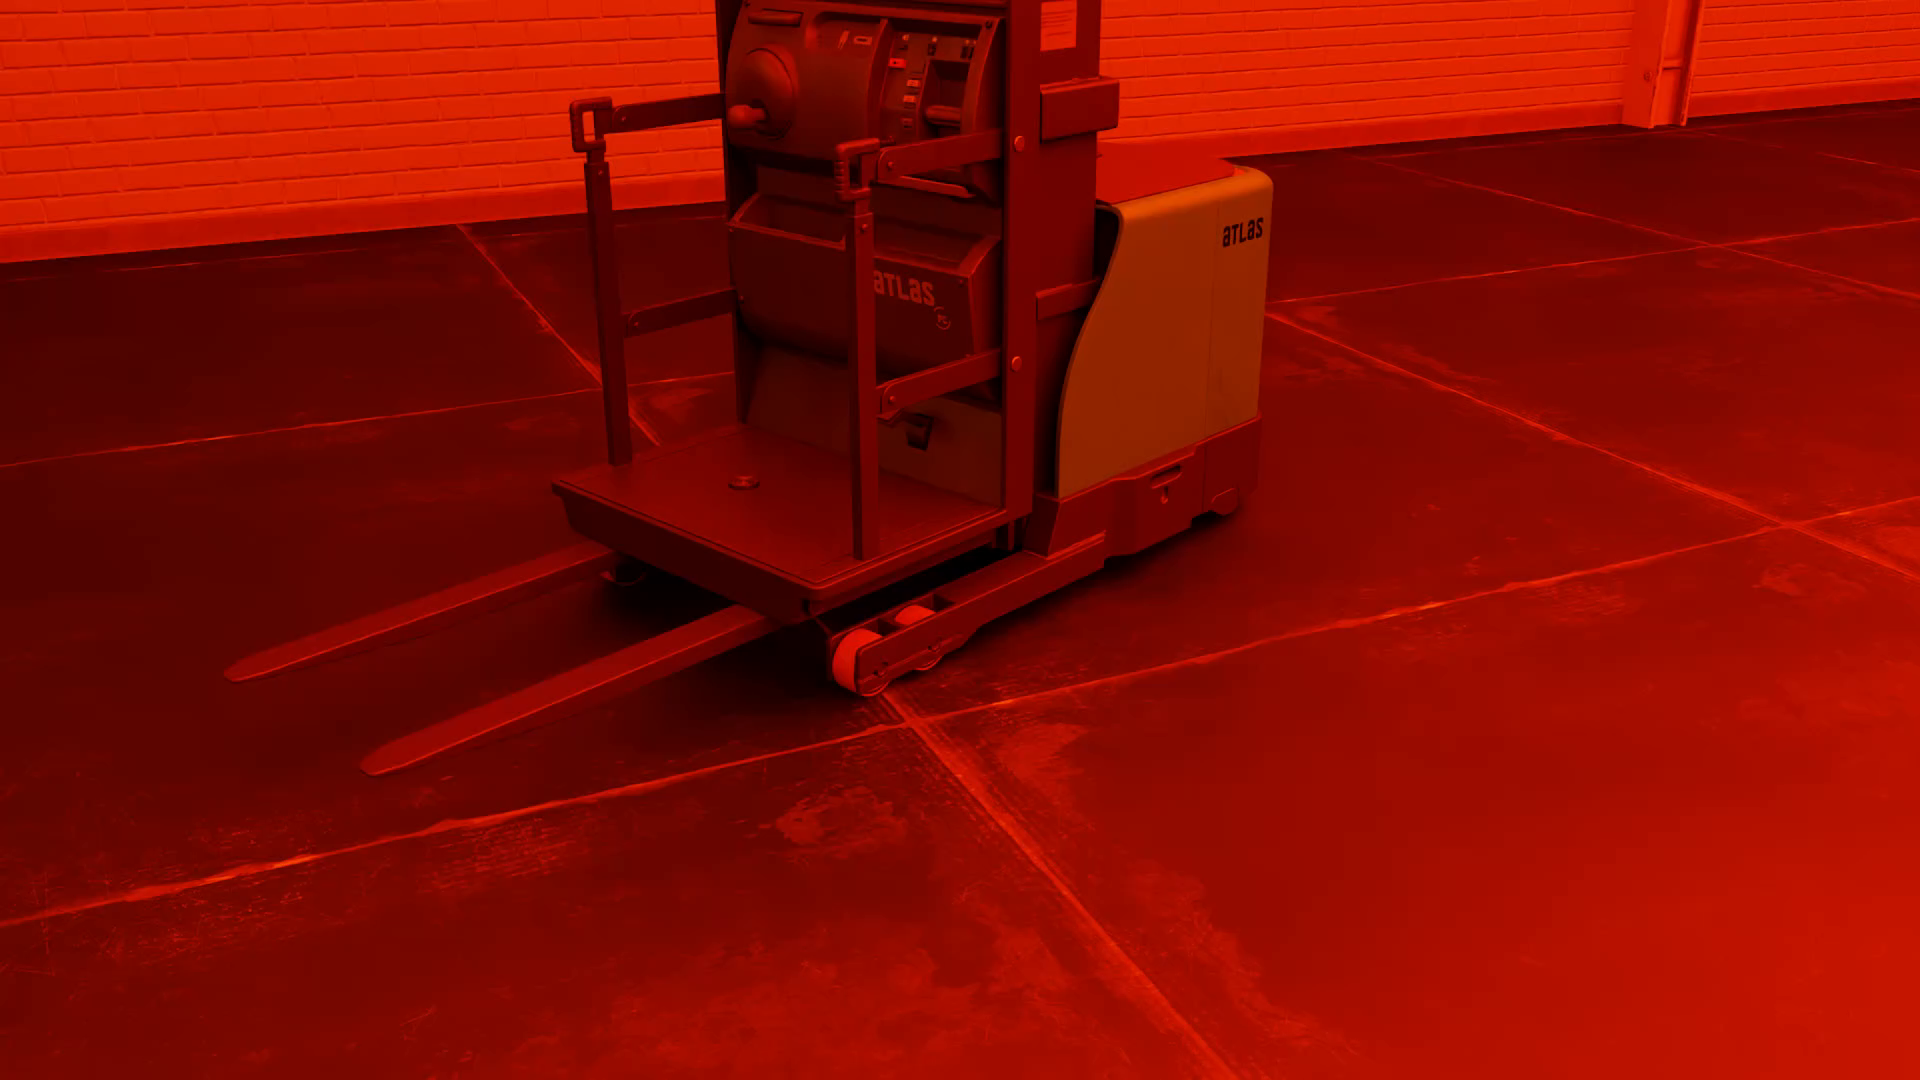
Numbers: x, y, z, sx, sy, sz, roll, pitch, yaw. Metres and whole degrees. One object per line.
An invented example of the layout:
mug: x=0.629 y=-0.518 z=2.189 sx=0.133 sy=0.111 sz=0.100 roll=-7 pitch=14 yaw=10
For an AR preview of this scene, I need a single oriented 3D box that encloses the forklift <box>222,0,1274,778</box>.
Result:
forklift: x=-0.413 y=-1.182 z=4.131 sx=1.130 sy=2.935 sz=3.031 roll=19 pitch=29 yaw=39
